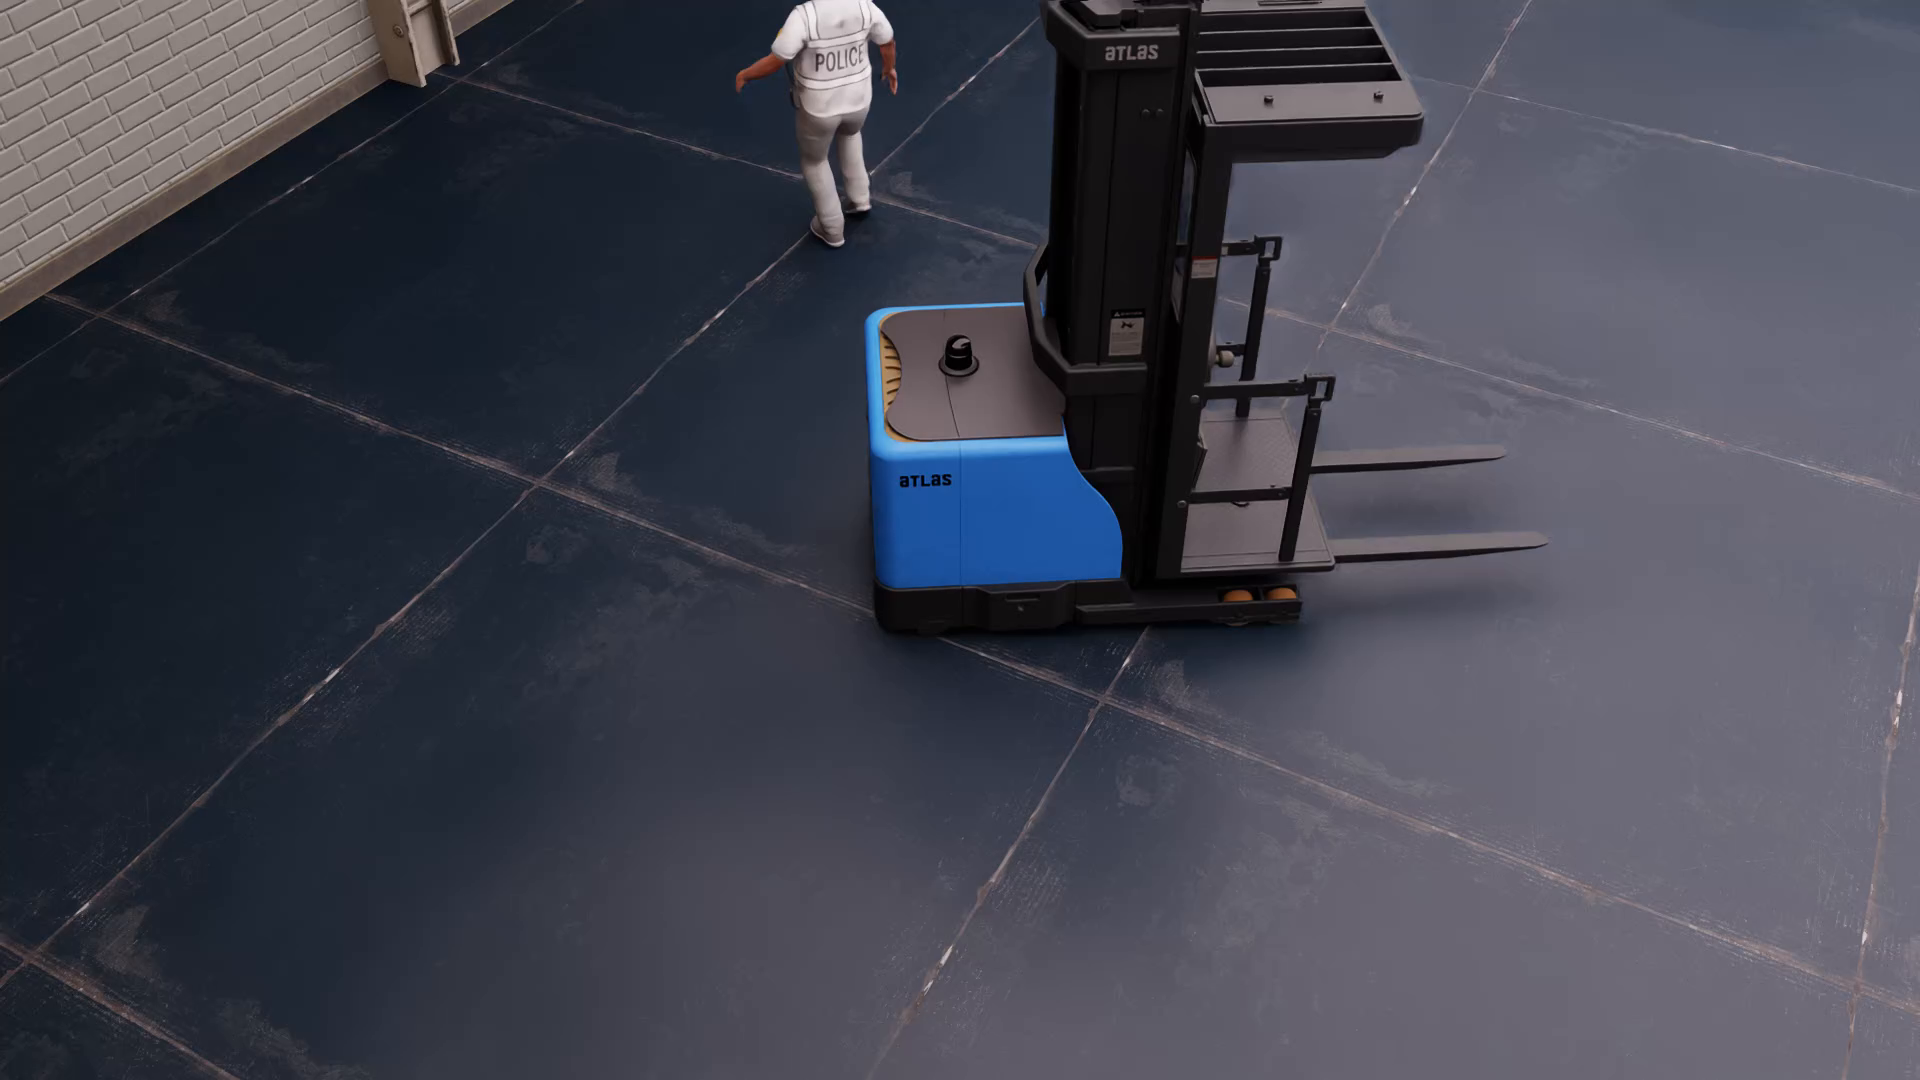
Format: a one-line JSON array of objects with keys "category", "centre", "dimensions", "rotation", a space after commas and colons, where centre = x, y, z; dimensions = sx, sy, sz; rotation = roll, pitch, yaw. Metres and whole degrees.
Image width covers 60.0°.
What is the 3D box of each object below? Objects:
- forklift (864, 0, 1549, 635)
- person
[{"category": "forklift", "centre": [1.108, -1.047, 6.765], "dimensions": [3.031, 2.935, 1.130], "rotation": [-3, 43, -3]}, {"category": "person", "centre": [-0.733, -2.418, 9.146], "dimensions": [0.923, 1.780, 0.493], "rotation": [-19, 46, -19]}]
